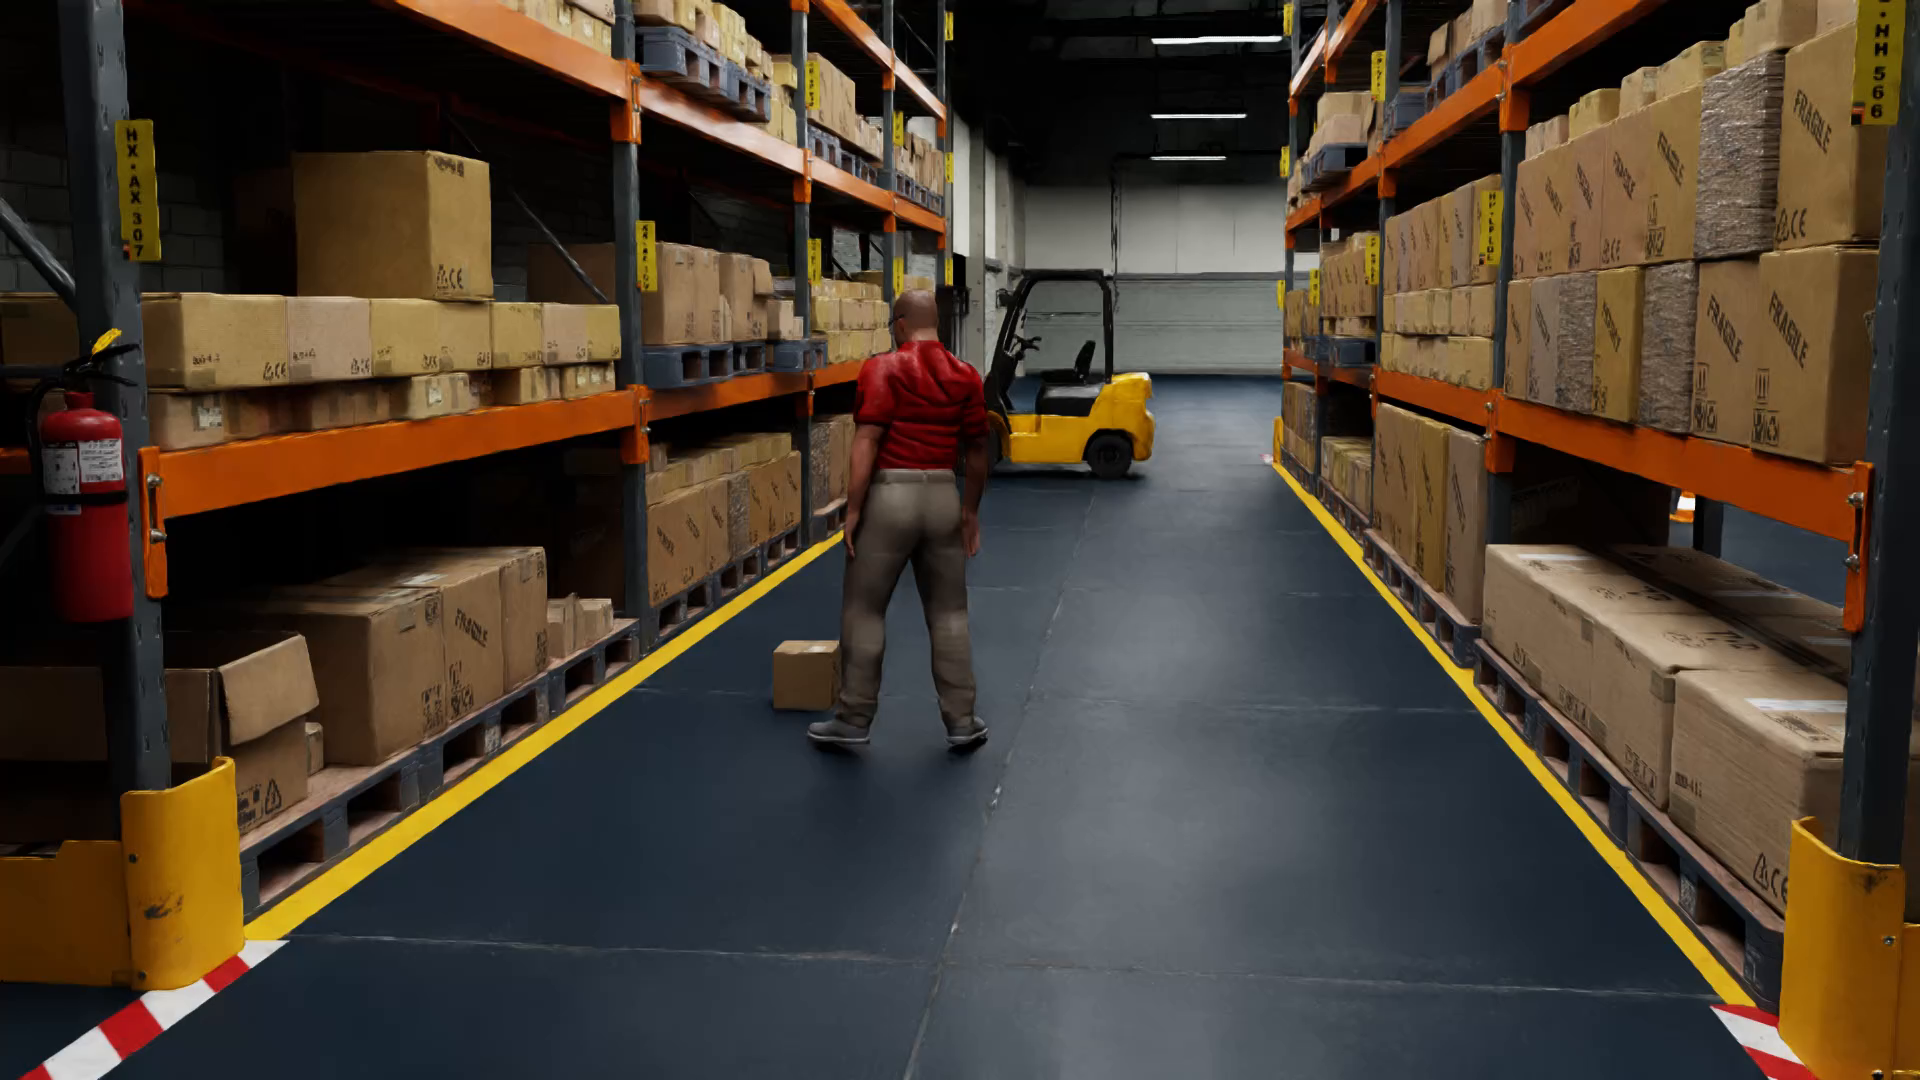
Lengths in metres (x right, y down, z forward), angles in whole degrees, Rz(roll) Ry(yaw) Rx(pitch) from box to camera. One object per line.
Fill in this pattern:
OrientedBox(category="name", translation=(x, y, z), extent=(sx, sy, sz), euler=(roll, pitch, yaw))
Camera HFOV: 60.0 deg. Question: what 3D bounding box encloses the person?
OrientedBox(category="person", translation=(-0.211, -0.082, 6.320), extent=(0.683, 1.731, 0.455), euler=(-4, 9, -29))
